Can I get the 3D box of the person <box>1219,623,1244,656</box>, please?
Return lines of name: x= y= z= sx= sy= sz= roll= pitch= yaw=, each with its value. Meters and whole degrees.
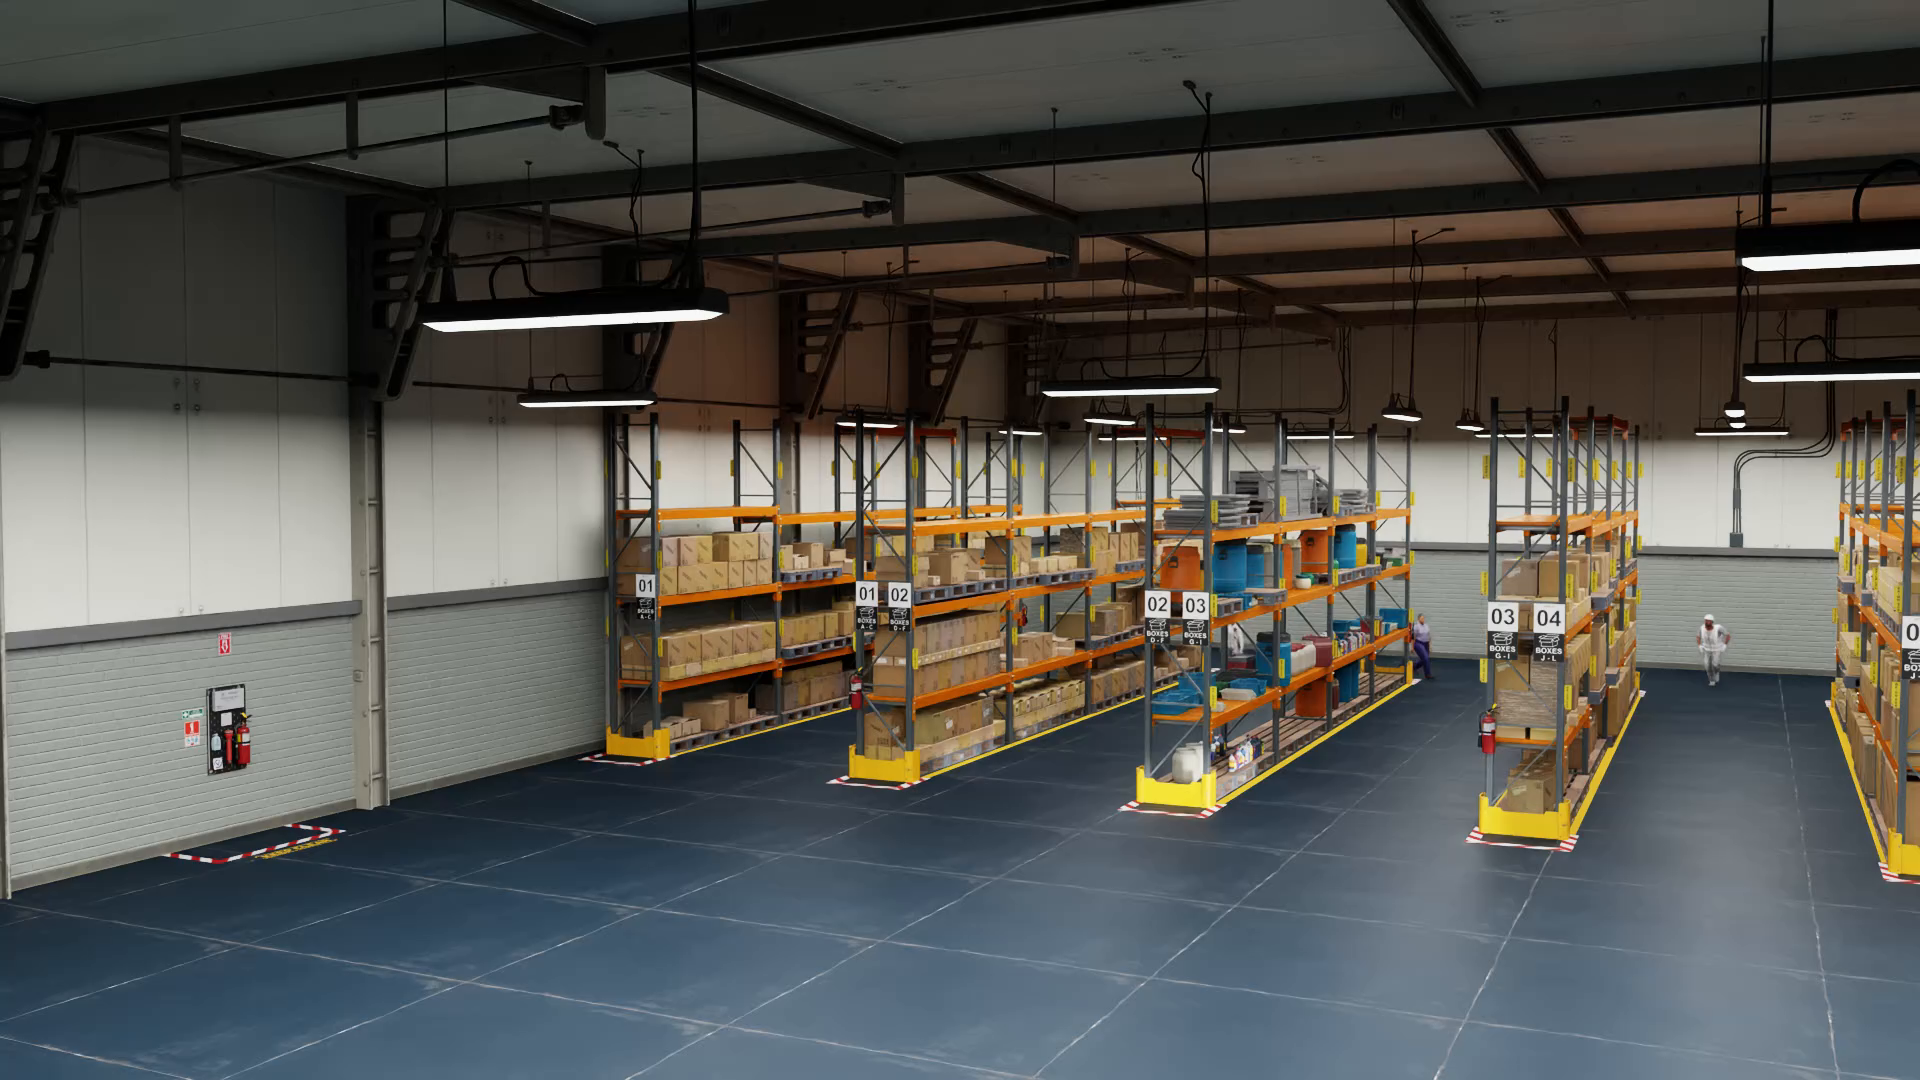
person: x=6.407 y=2.523 z=39.120 sx=0.549 sy=1.621 sz=1.049 roll=1 pitch=3 yaw=25

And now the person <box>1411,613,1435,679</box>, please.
person: x=11.146 y=2.539 z=40.071 sx=0.471 sy=1.555 sz=0.927 roll=-1 pitch=3 yaw=-28

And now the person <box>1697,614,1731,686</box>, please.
person: x=17.432 y=2.548 z=38.475 sx=0.726 sy=1.680 sz=0.652 roll=2 pitch=3 yaw=33
